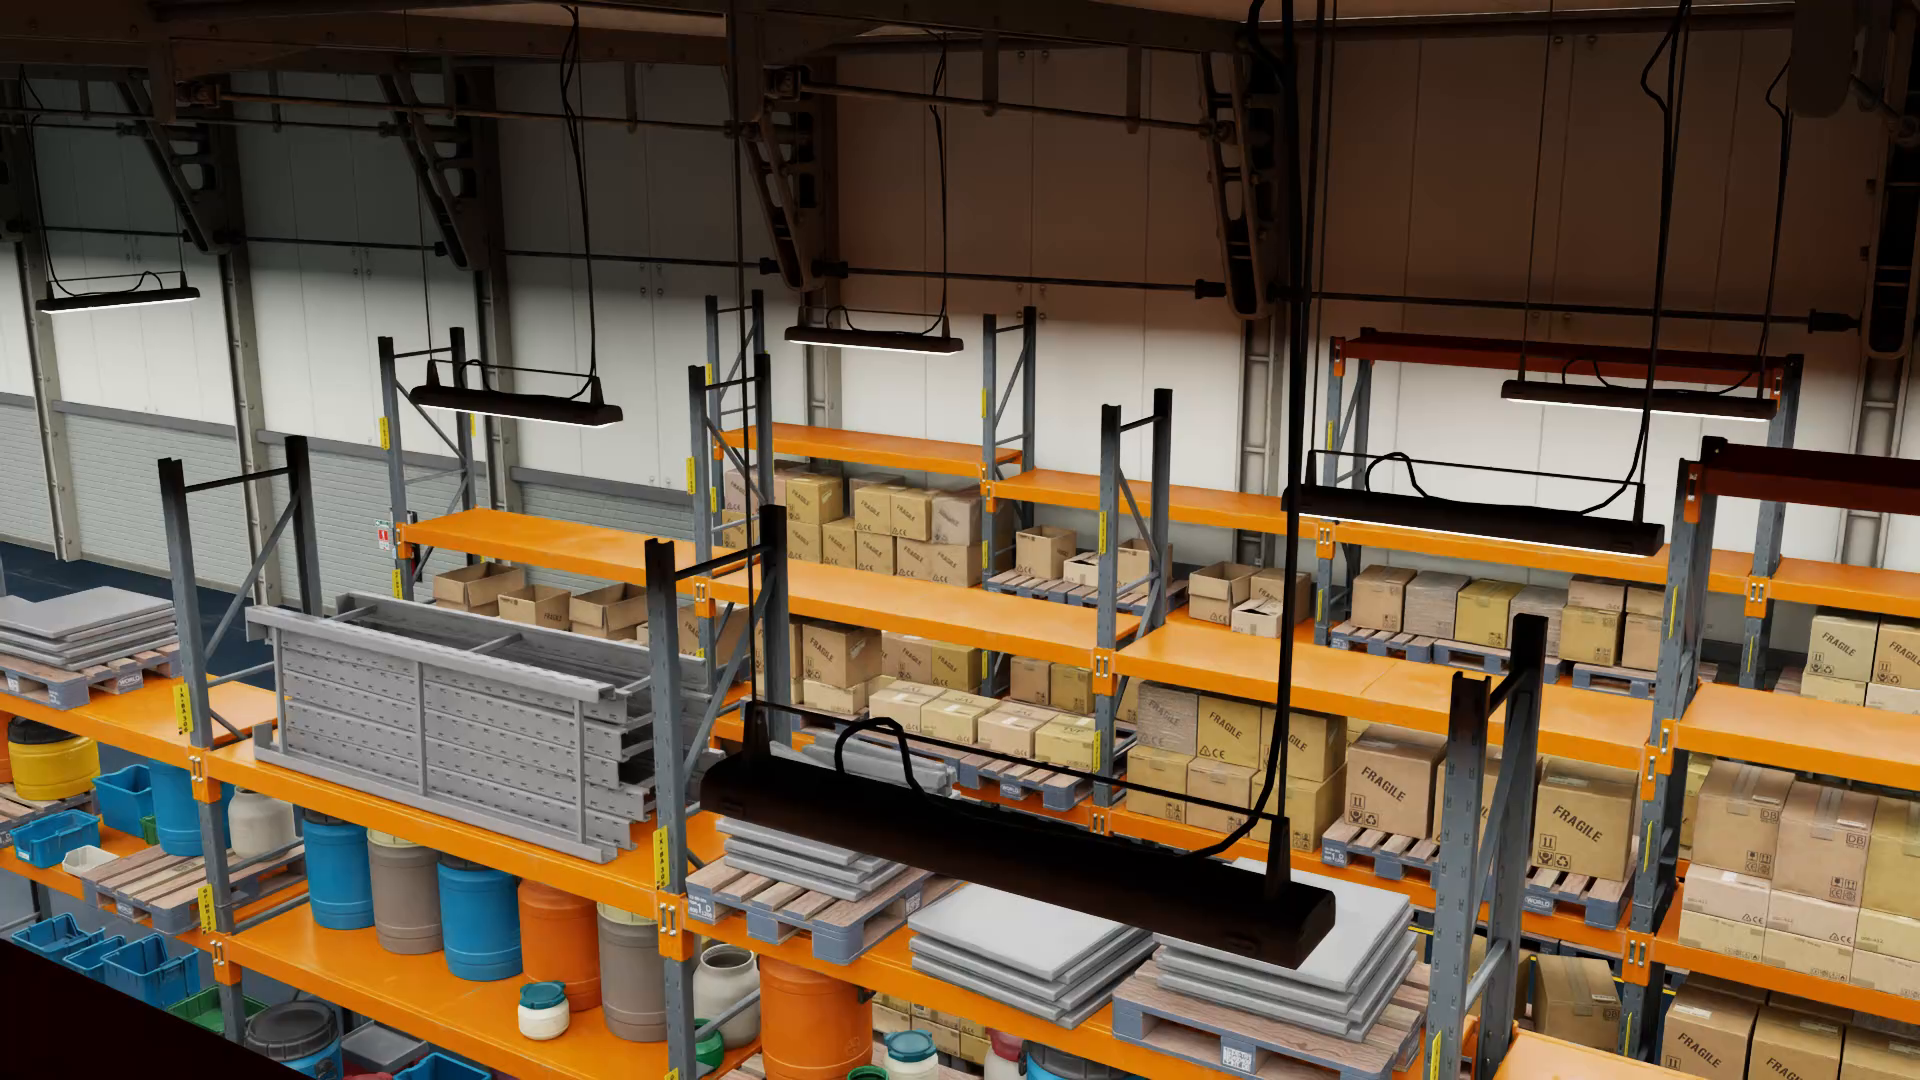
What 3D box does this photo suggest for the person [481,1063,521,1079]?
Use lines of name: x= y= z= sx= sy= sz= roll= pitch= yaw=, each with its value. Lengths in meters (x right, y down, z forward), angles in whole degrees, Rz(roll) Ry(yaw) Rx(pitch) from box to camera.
person: x=-3.384 y=4.283 z=12.594 sx=0.456 sy=1.548 sz=0.912 roll=-7 pitch=16 yaw=-27
